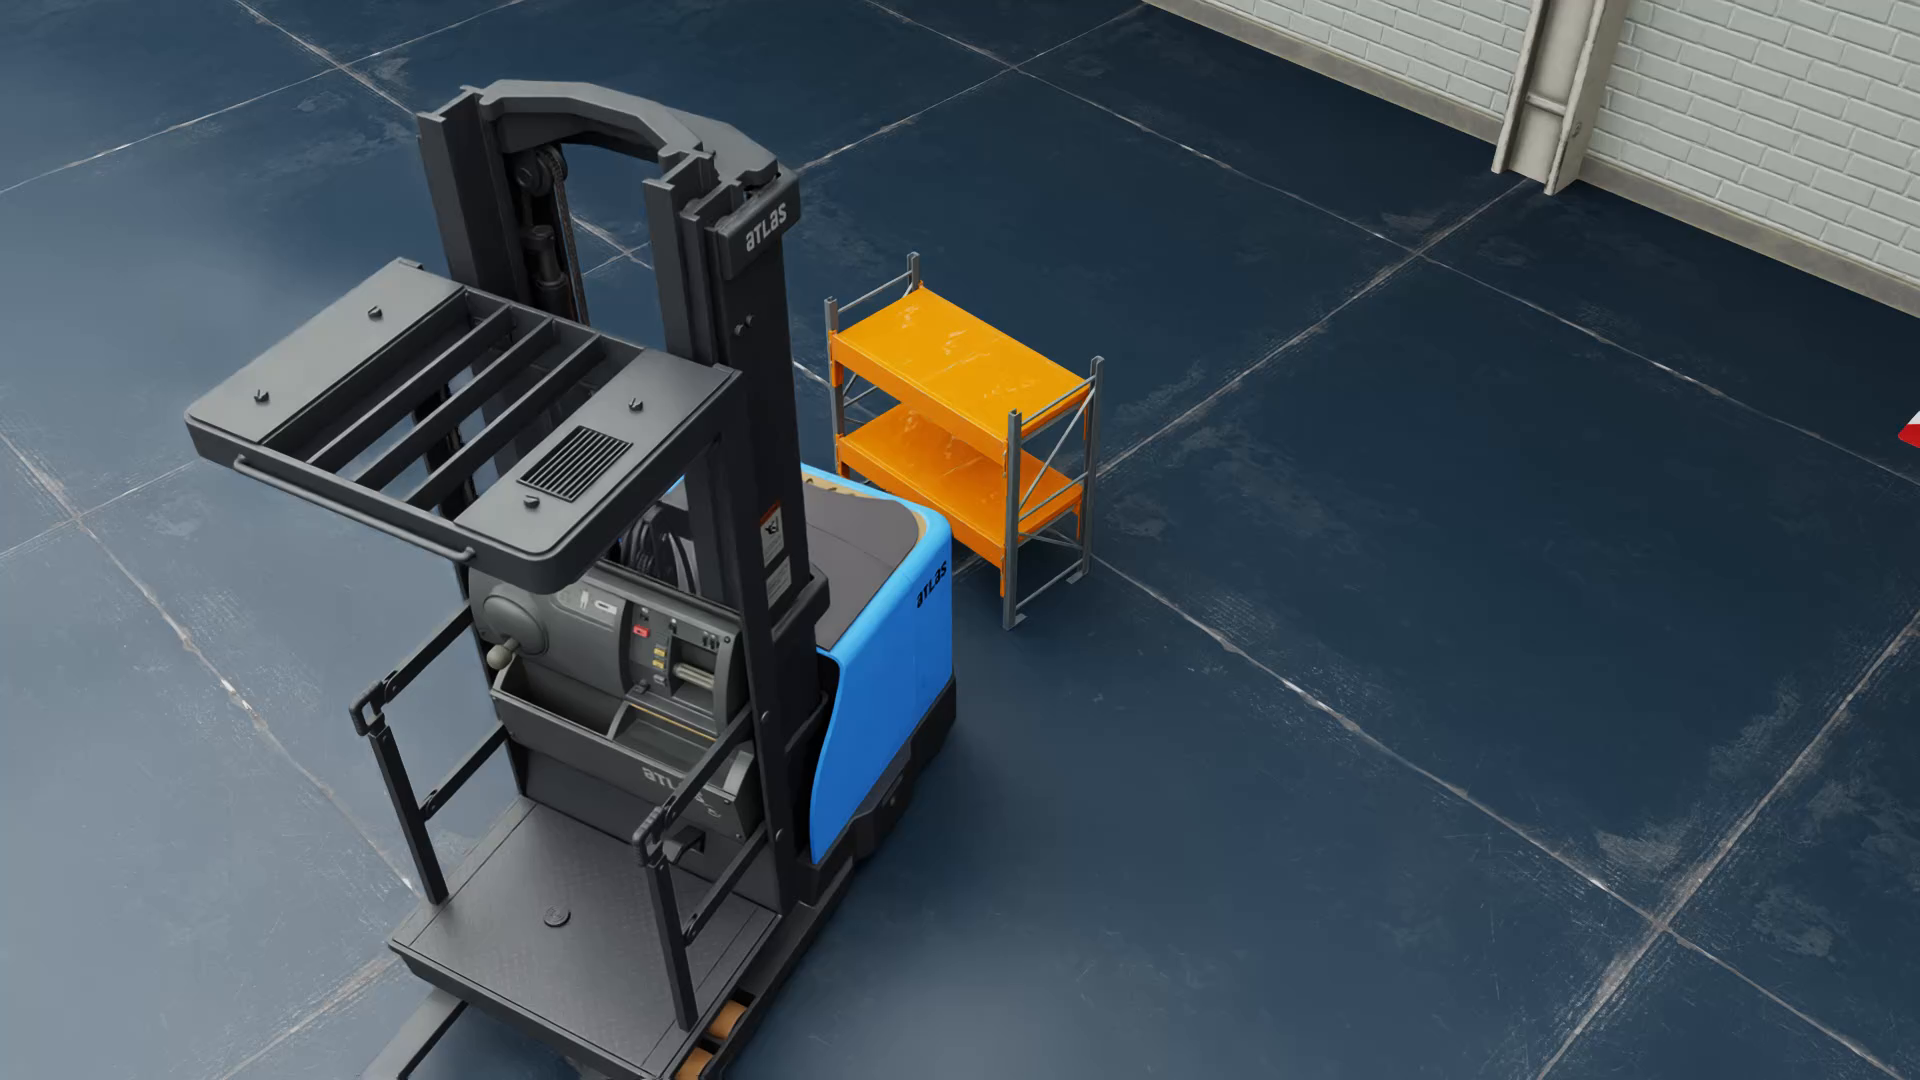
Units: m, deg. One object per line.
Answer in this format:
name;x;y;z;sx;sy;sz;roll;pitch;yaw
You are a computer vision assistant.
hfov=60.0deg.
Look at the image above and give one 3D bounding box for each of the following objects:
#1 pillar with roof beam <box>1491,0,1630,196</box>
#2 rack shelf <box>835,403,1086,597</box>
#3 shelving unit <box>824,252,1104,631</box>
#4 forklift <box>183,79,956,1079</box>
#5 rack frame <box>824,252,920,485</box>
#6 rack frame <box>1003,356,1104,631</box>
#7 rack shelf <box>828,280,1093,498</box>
pillar with roof beam;0.246;-3.343;4.237;9.100;9.000;0.400;-34;53;-31
rack shelf;0.005;-0.230;7.031;0.538;0.278;1.000;-34;53;-31
shelving unit;0.005;-0.410;6.865;0.538;1.125;1.048;-34;53;-31
forklift;-1.147;0.358;4.702;1.130;2.935;3.031;20;46;20
rack frame;-0.354;-0.654;7.129;0.500;1.125;0.032;-34;53;-31
rack frame;0.364;-0.166;6.600;0.500;1.125;0.032;-34;53;-31
rack shelf;0.005;-0.625;6.666;0.538;0.278;1.000;-34;53;-31
